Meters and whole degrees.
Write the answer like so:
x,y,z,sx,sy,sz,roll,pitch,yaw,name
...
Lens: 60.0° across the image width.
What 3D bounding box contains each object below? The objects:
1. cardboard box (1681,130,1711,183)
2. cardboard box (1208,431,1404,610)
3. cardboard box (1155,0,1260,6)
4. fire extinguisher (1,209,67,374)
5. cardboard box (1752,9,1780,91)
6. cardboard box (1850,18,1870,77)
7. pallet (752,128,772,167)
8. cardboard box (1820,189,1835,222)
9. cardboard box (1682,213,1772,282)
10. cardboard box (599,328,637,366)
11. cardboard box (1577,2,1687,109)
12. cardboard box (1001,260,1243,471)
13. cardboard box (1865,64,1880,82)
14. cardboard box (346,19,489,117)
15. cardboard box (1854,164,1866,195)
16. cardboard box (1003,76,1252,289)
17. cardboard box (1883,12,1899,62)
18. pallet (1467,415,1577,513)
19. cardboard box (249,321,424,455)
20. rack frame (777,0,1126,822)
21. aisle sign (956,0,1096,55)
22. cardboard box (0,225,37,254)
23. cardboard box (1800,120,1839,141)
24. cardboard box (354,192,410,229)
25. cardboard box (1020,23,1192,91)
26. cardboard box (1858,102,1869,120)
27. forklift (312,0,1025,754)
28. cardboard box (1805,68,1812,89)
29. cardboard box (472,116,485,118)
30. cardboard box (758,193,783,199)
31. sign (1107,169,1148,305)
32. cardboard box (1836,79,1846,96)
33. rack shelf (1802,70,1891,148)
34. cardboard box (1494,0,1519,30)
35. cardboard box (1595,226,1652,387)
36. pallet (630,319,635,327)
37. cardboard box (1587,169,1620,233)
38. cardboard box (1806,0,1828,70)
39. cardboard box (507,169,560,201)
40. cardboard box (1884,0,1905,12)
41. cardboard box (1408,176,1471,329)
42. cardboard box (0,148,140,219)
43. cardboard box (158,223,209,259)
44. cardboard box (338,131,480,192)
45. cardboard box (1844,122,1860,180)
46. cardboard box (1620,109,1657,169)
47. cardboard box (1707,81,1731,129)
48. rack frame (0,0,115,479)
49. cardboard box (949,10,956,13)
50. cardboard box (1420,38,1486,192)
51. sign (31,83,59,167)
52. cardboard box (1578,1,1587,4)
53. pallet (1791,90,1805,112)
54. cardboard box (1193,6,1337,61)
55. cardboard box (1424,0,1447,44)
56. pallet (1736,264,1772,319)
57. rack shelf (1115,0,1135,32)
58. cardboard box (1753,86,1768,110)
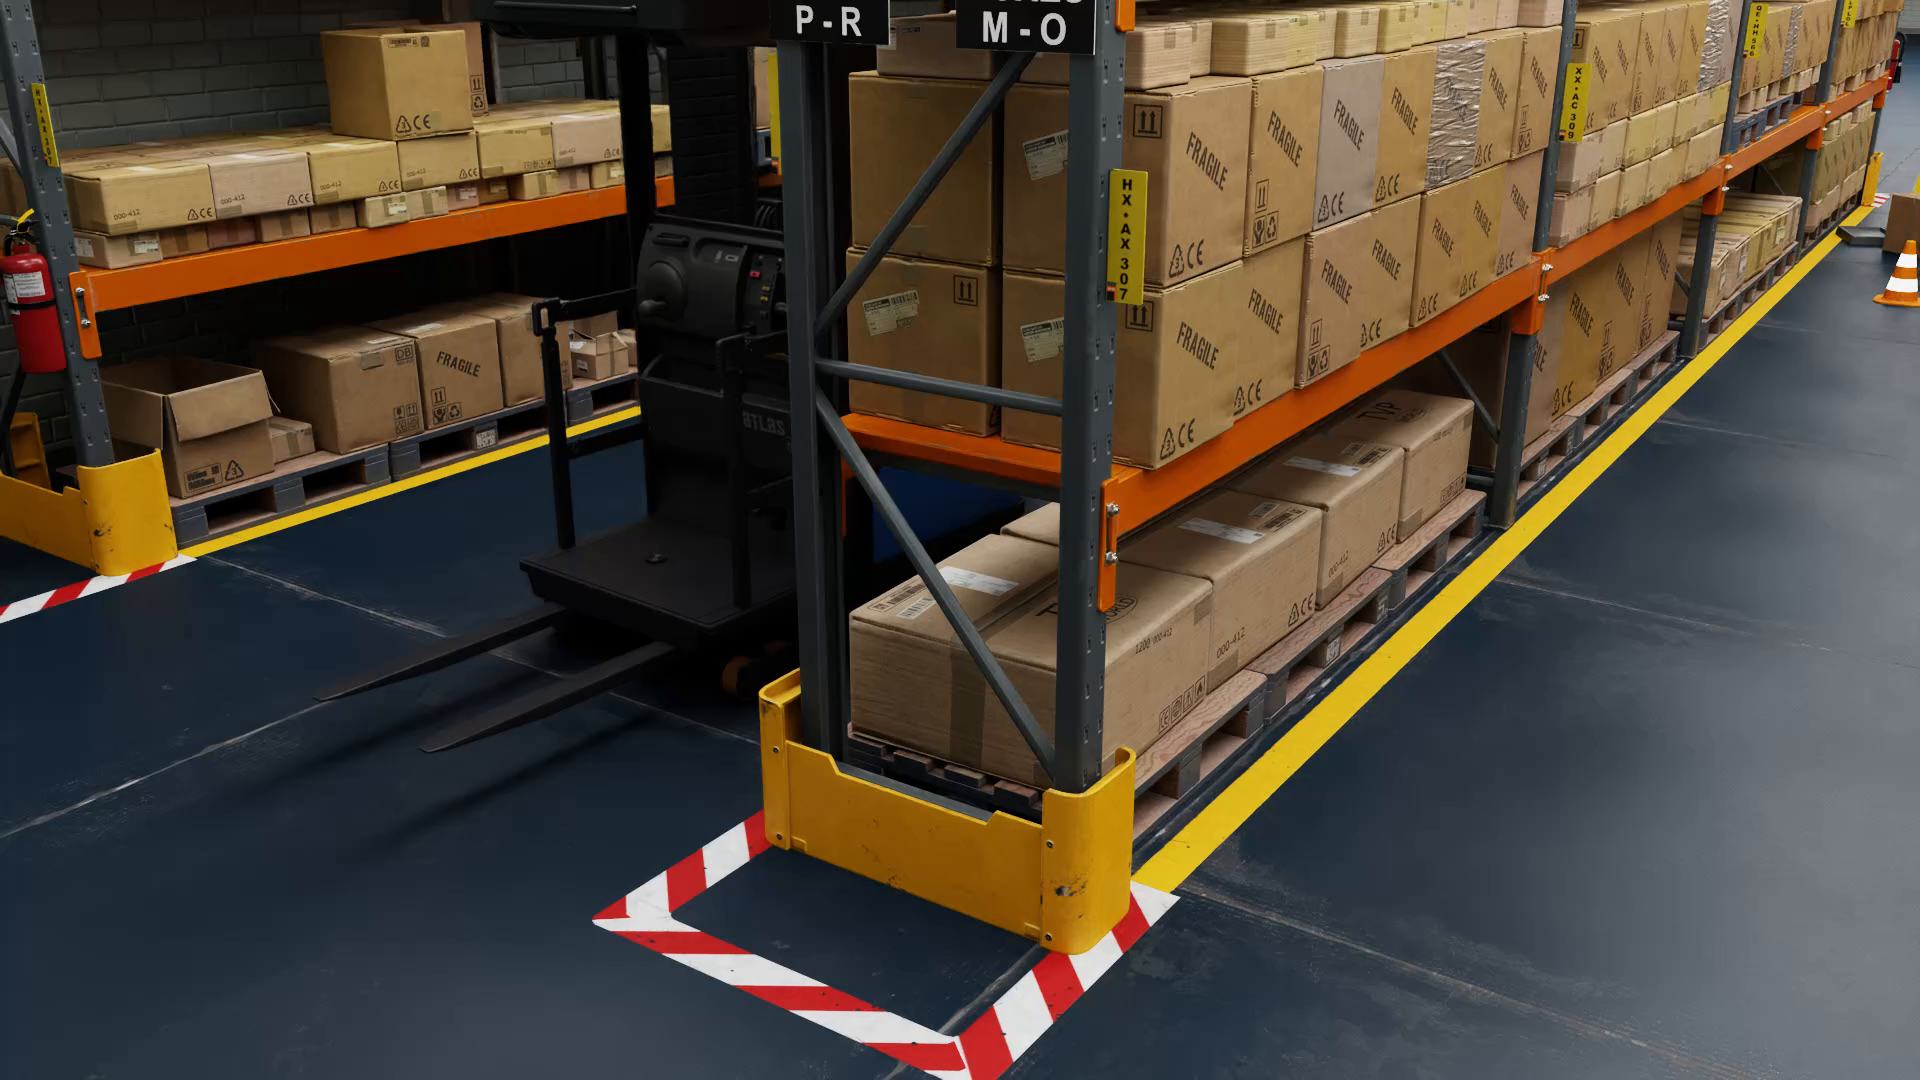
x,y,z,sx,sy,sz,roll,pitch,yaw,name
4.108,-2.290,9.848,0.500,0.250,0.500,14,24,33,cardboard box
1.258,-0.137,6.900,0.875,0.438,0.875,12,24,30,cardboard box
0.825,-1.821,5.844,0.380,0.149,0.250,14,25,34,cardboard box
-3.853,-1.034,6.885,0.296,0.674,0.183,13,24,32,fire extinguisher
5.183,-3.324,11.249,0.500,0.500,0.500,15,25,35,cardboard box
7.734,-4.402,14.769,0.500,0.500,0.500,13,24,31,cardboard box
-1.365,-2.643,10.863,1.003,0.211,1.213,13,24,32,pallet
7.546,-3.033,14.998,0.500,0.250,0.500,15,25,35,cardboard box
5.617,-2.260,12.734,0.950,0.372,0.625,14,25,34,cardboard box
-1.975,-1.168,10.102,0.380,0.149,0.250,12,24,30,cardboard box
3.520,-2.588,8.854,0.500,0.500,0.500,13,24,31,cardboard box
0.462,-0.539,4.754,0.500,0.500,0.500,13,24,31,cardboard box
8.583,-4.491,15.944,0.380,0.149,0.250,14,24,33,cardboard box
-2.961,-2.571,9.097,0.500,0.500,0.500,13,24,30,cardboard box
8.703,-3.617,16.578,0.500,0.250,0.500,13,24,32,cardboard box
0.460,-1.008,4.582,0.500,0.500,0.500,13,24,31,cardboard box
8.871,-4.978,16.326,0.500,0.500,0.500,13,24,31,cardboard box
2.574,-0.486,8.776,1.003,0.211,1.213,13,24,32,pallet
-3.218,-0.797,8.593,0.700,0.500,0.500,14,25,34,cardboard box
-0.046,-0.410,4.551,1.000,3.000,0.127,13,24,32,rack frame
0.154,-1.552,3.891,0.394,0.787,0.004,13,24,32,aisle sign
-4.189,-1.407,7.607,0.380,0.149,0.250,13,24,31,cardboard box
7.375,-3.558,14.401,0.380,0.149,0.250,14,24,33,cardboard box
-2.976,-1.660,8.292,0.380,0.149,0.250,12,24,30,cardboard box
0.383,-1.278,4.377,0.380,0.149,0.250,14,24,33,cardboard box
8.419,-4.094,15.851,0.380,0.149,0.250,14,24,33,cardboard box
-1.018,-0.973,6.170,1.130,2.935,3.031,15,25,35,forklift
6.361,-3.578,12.871,0.380,0.149,0.250,13,24,31,cardboard box
-2.974,-2.212,9.208,0.500,0.250,0.500,14,24,33,cardboard box
-1.244,-2.395,11.980,0.380,0.149,0.250,14,24,33,cardboard box
0.410,-0.744,4.090,0.100,0.325,0.005,13,24,32,sign
7.534,-3.992,14.597,0.380,0.149,0.250,14,25,33,cardboard box
7.824,-4.090,15.535,1.077,0.370,4.000,13,24,32,rack shelf
2.055,-2.173,6.796,0.380,0.149,0.250,14,24,33,cardboard box
3.490,-1.469,9.870,0.875,0.875,0.875,14,24,32,cardboard box
-1.478,-1.458,11.402,1.003,0.211,1.213,13,24,32,pallet
2.958,-1.711,8.284,0.500,0.250,0.500,13,24,31,cardboard box
6.353,-3.917,12.853,0.500,0.500,0.500,13,24,32,cardboard box
-2.419,-1.960,9.101,0.380,0.149,0.250,13,24,31,cardboard box
8.350,-5.157,15.369,0.700,0.500,0.500,13,24,31,cardboard box
1.598,-1.126,6.342,0.500,0.500,0.500,13,24,31,cardboard box
-4.114,-1.630,7.636,0.500,0.250,0.500,14,25,33,cardboard box
-3.636,-1.382,7.541,0.380,0.149,0.250,14,24,33,cardboard box
-2.840,-1.966,8.543,0.500,0.250,0.500,13,24,30,cardboard box
8.134,-3.686,15.682,0.500,0.500,0.500,13,24,31,cardboard box
3.259,-2.088,8.582,0.500,0.250,0.500,14,24,32,cardboard box
4.389,-2.681,10.186,0.500,0.250,0.500,13,24,32,cardboard box
-4.153,-1.377,7.165,1.000,3.000,0.127,13,24,32,rack frame
0.189,-1.541,5.086,0.380,0.149,0.250,13,24,31,cardboard box
1.596,-1.593,6.162,0.500,0.500,0.500,14,24,33,cardboard box
-3.704,-1.678,6.729,0.100,0.325,0.005,13,24,32,sign
3.111,-2.694,9.139,0.500,0.500,0.500,14,24,33,cardboard box
6.150,-3.573,13.376,1.003,0.211,1.213,13,24,32,pallet
0.949,-1.584,5.204,0.380,0.149,0.250,14,24,32,cardboard box
1.522,-1.873,5.985,0.380,0.149,0.250,13,24,31,cardboard box
5.578,-1.970,12.788,1.003,0.211,1.213,13,24,32,pallet
1.079,-2.054,5.707,1.077,0.370,4.000,13,24,32,rack shelf
5.338,-3.061,11.473,0.380,0.149,0.250,13,24,32,cardboard box
